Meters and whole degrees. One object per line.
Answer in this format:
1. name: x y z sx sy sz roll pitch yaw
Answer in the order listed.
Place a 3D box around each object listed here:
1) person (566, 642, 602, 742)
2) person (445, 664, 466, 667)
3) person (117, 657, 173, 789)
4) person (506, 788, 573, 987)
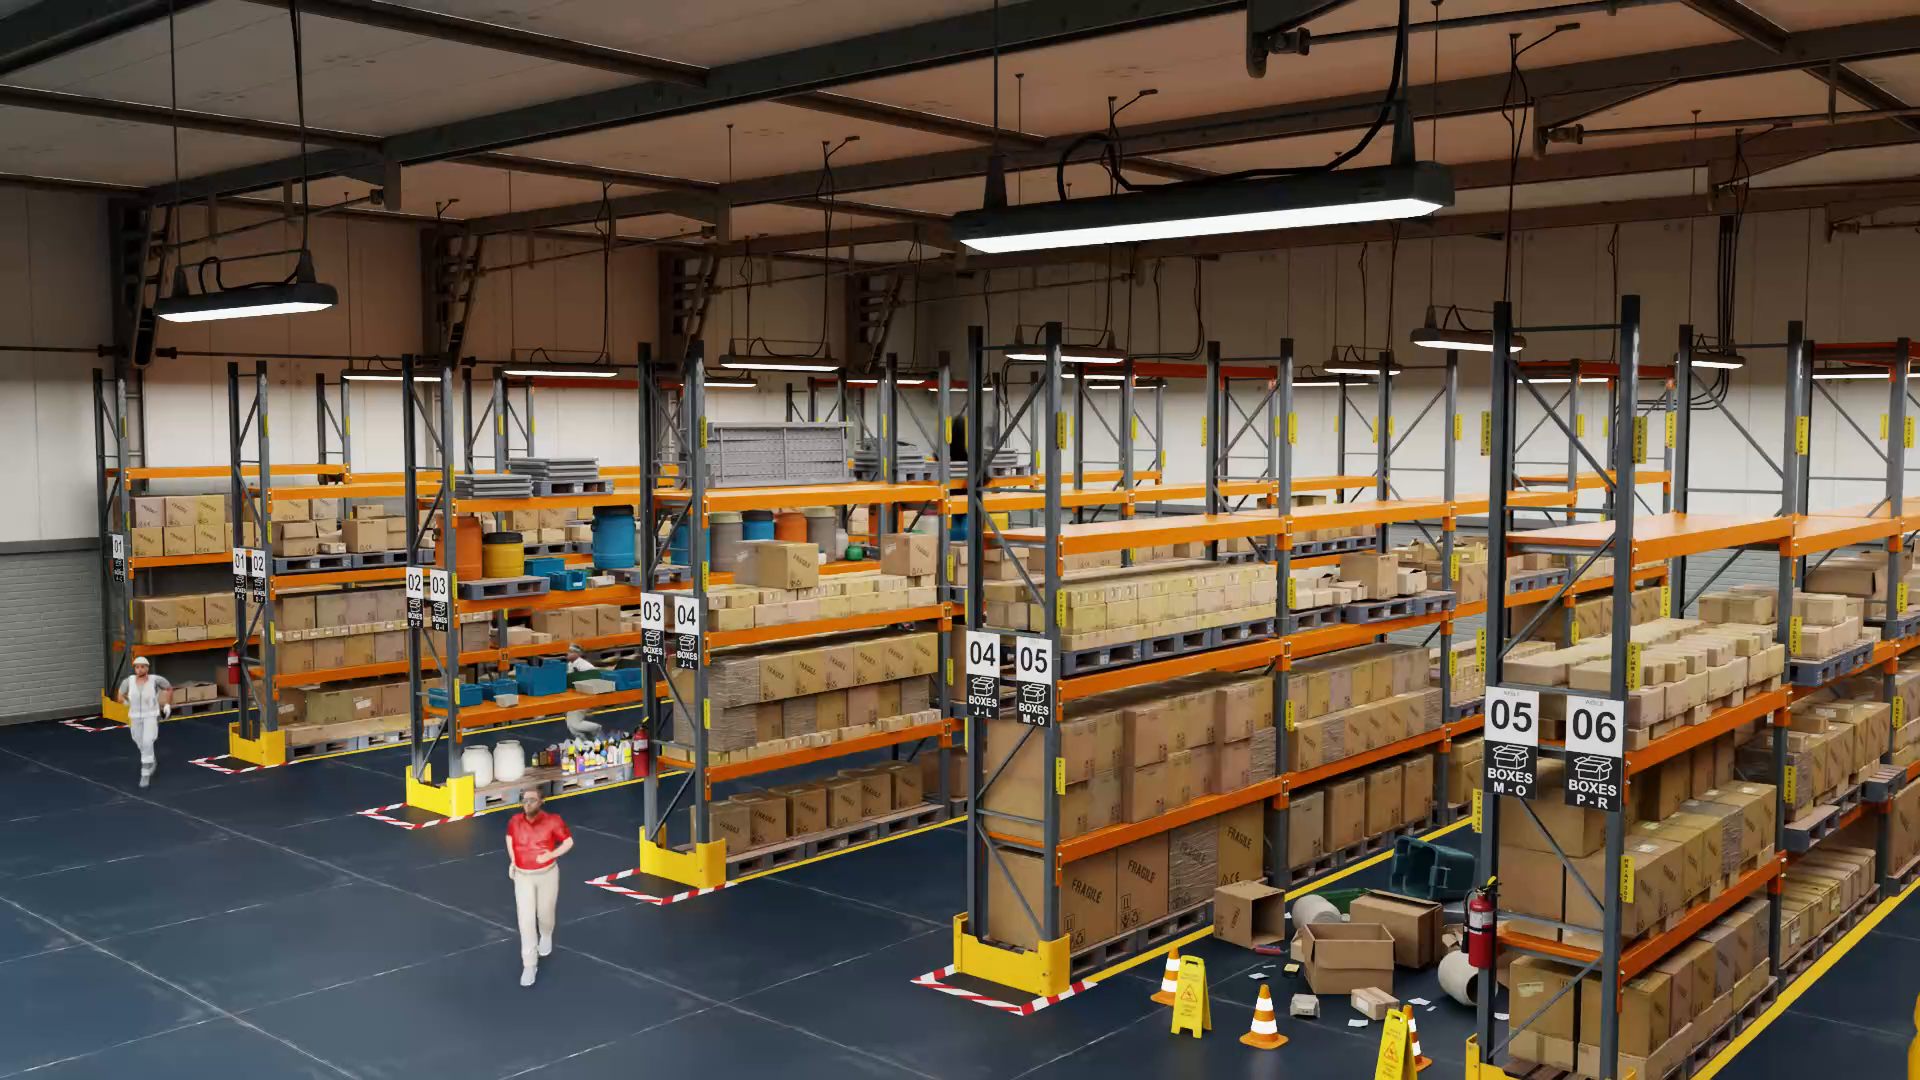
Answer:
1. person: -5.838 2.430 25.514 0.668 1.744 0.684 -4 6 -44
2. person: -8.953 2.119 29.724 0.704 1.723 0.696 3 5 39
3. person: -11.561 2.538 23.559 0.684 1.802 0.943 -1 4 -10
4. person: -3.930 3.169 15.515 0.647 1.745 0.911 0 4 -5
